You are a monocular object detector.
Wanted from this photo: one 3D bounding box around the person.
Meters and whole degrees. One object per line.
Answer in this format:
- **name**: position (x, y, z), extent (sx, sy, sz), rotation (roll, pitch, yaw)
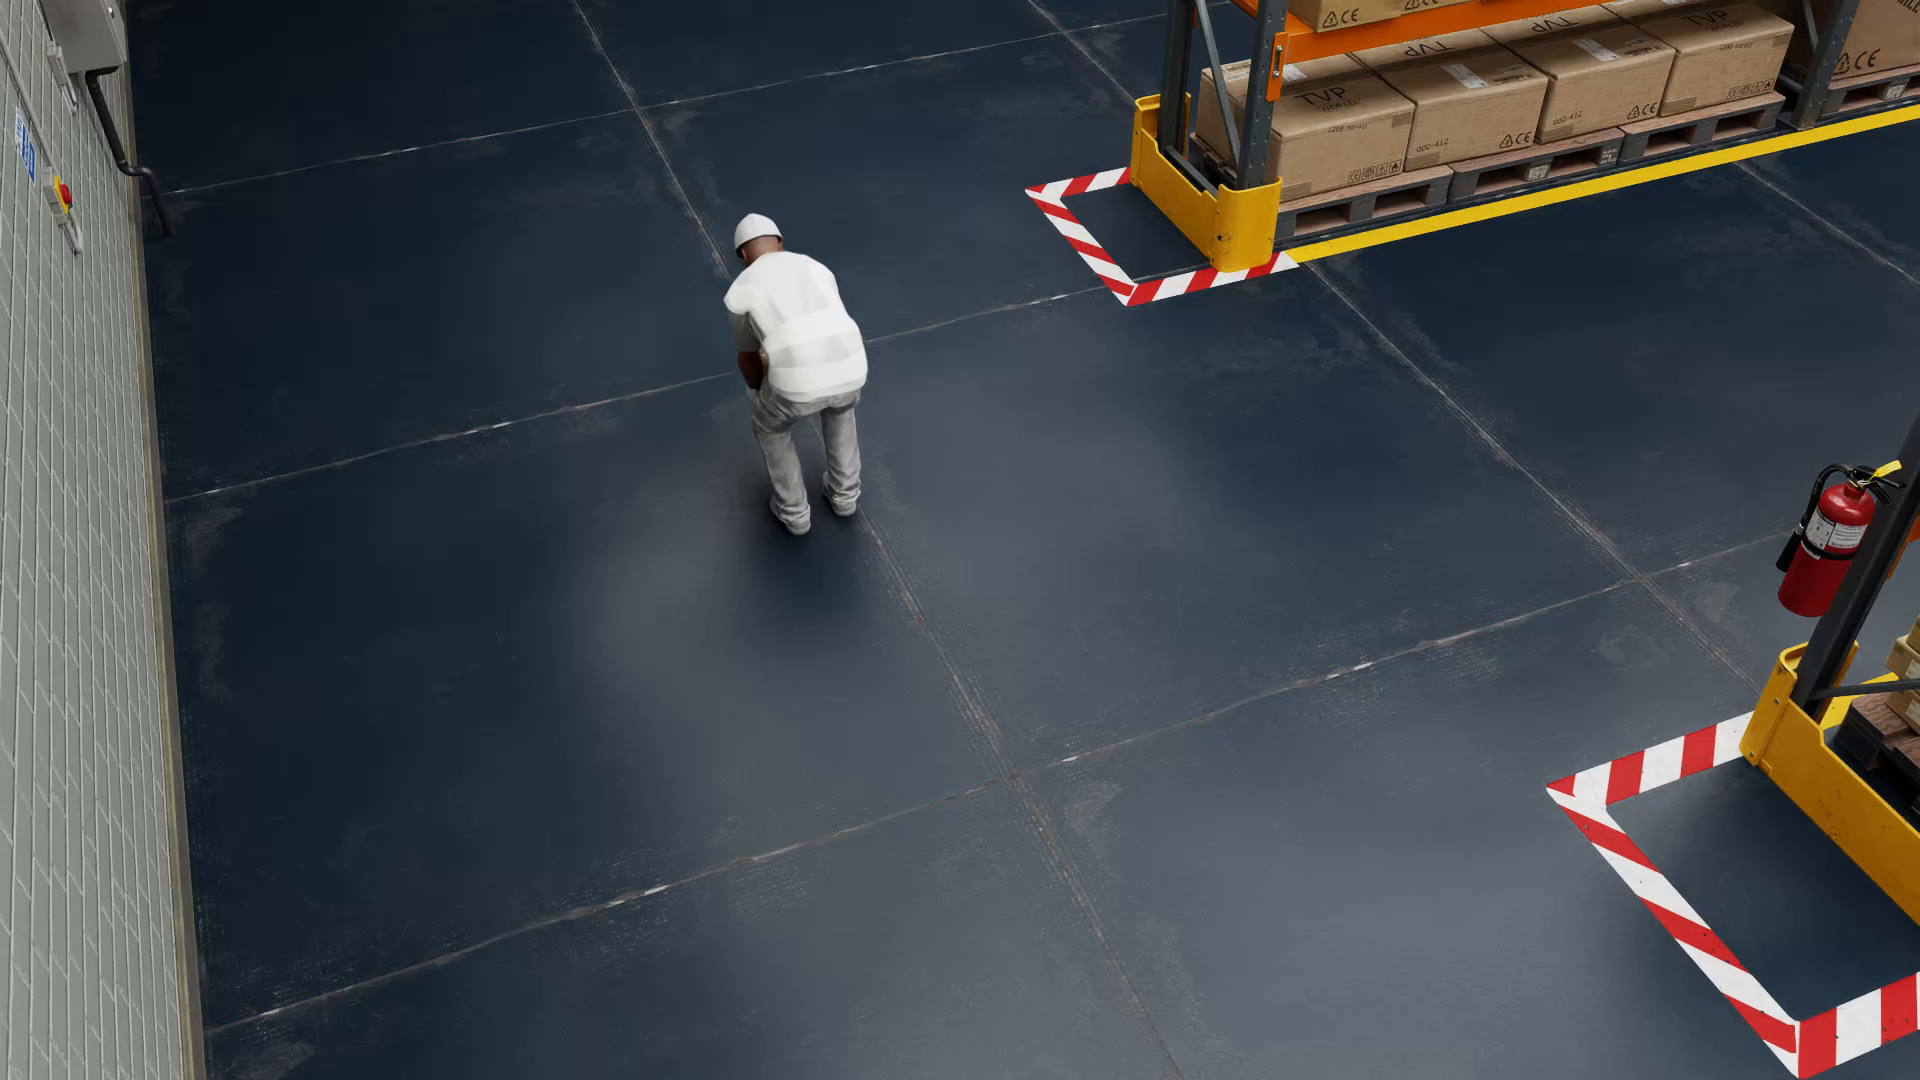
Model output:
- **person**: position (-0.739, -0.855, 7.240), extent (0.504, 0.864, 0.953), rotation (-17, 44, -18)
